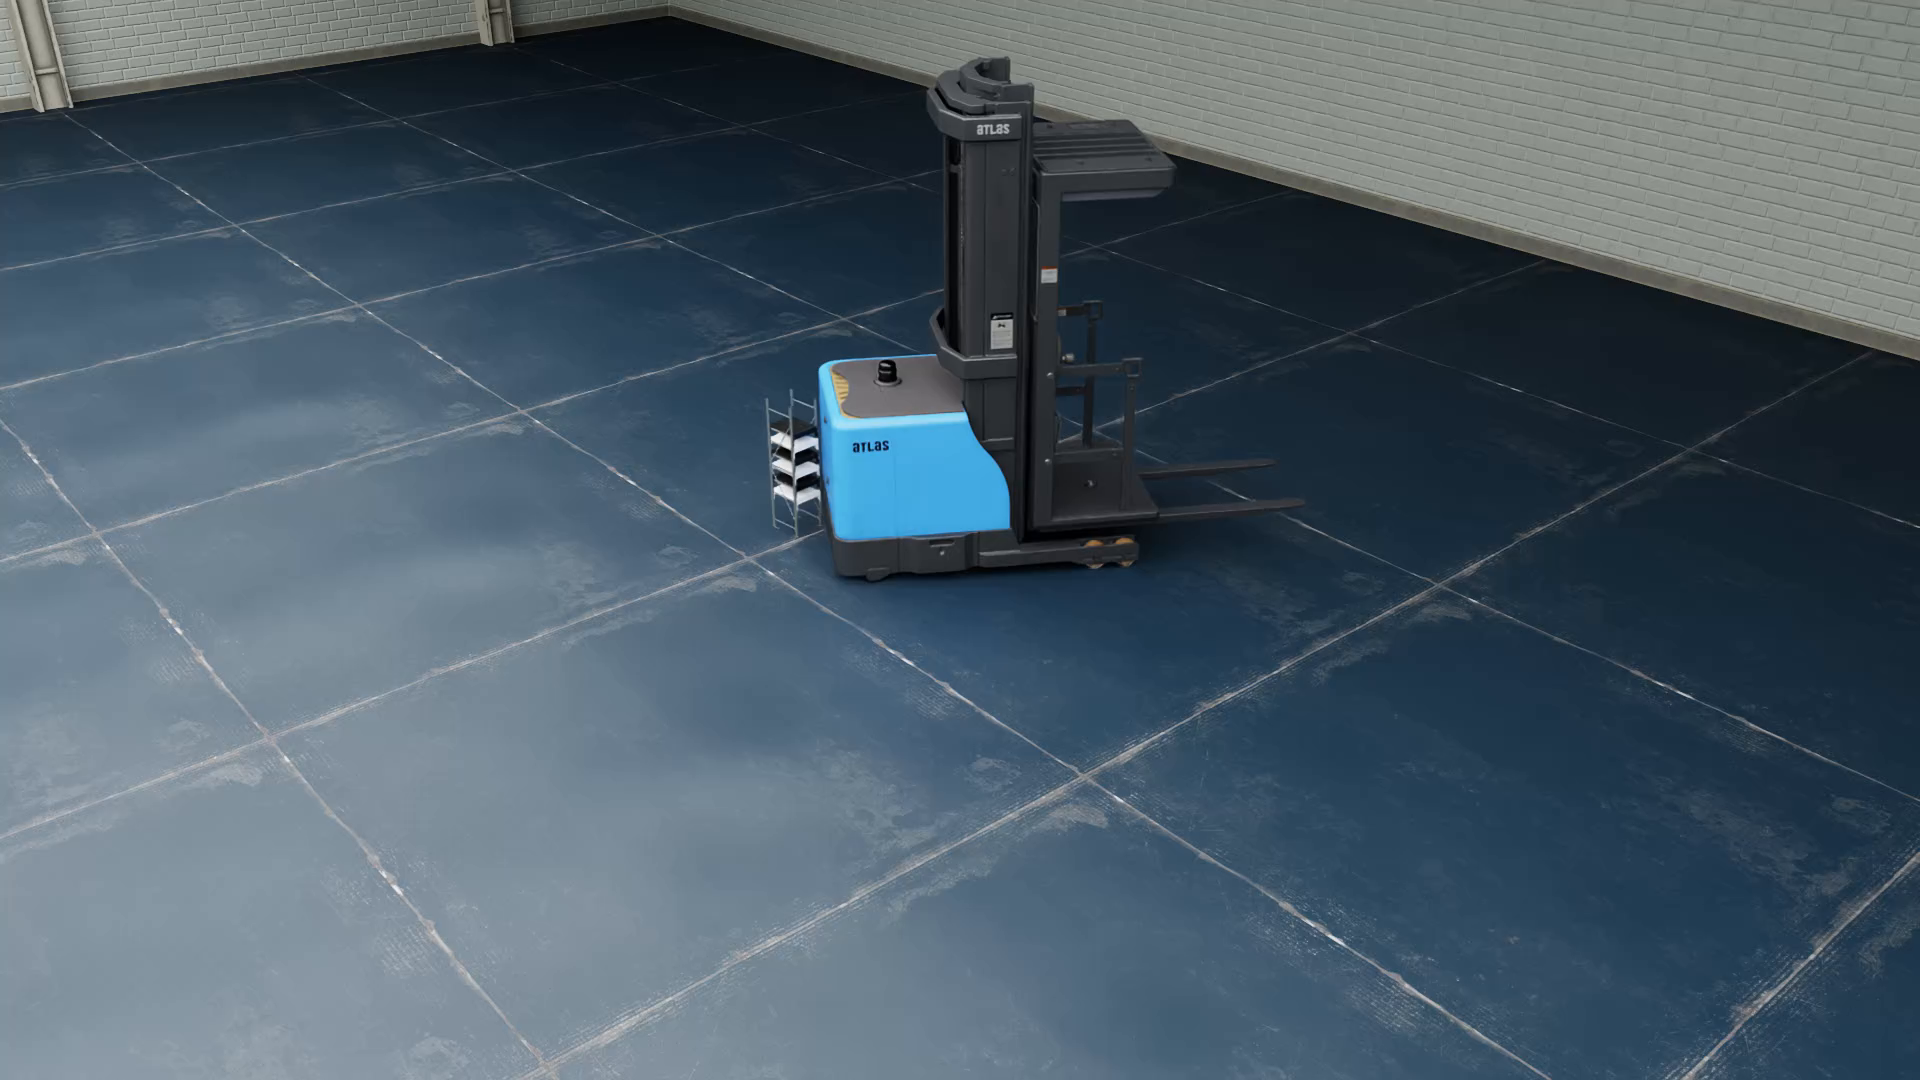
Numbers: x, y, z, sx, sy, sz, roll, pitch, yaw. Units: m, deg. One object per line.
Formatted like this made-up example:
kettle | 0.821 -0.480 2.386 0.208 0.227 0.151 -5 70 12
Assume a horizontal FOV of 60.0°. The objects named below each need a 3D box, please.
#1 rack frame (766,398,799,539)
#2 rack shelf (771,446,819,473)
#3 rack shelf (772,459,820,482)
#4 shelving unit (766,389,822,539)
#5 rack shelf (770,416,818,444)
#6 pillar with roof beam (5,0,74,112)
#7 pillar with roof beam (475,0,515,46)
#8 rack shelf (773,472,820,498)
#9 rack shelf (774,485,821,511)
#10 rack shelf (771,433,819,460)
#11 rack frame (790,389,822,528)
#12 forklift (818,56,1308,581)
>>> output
rack frame | -1.121 -0.445 10.486 0.240 0.900 0.006 24 36 37
rack shelf | -1.051 -0.530 10.524 0.258 0.077 0.200 24 36 37
rack shelf | -1.051 -0.450 10.567 0.258 0.077 0.200 24 36 37
shelving unit | -1.051 -0.480 10.551 0.258 0.900 0.210 24 36 37
rack shelf | -1.051 -0.688 10.439 0.258 0.077 0.200 24 36 37
pillar with roof beam | -8.473 -7.803 15.661 0.400 9.000 9.100 -22 35 -35
pillar with roof beam | -3.909 -9.638 19.096 0.400 9.000 9.100 -22 35 -35
rack shelf | -1.051 -0.371 10.609 0.258 0.077 0.200 24 36 37
rack shelf | -1.051 -0.291 10.652 0.258 0.077 0.200 24 36 37
rack shelf | -1.051 -0.609 10.482 0.258 0.077 0.200 24 36 37
rack frame | -0.981 -0.514 10.616 0.240 0.900 0.006 24 36 37
forklift | 0.664 -1.363 10.049 3.031 2.935 1.130 -5 28 -8
